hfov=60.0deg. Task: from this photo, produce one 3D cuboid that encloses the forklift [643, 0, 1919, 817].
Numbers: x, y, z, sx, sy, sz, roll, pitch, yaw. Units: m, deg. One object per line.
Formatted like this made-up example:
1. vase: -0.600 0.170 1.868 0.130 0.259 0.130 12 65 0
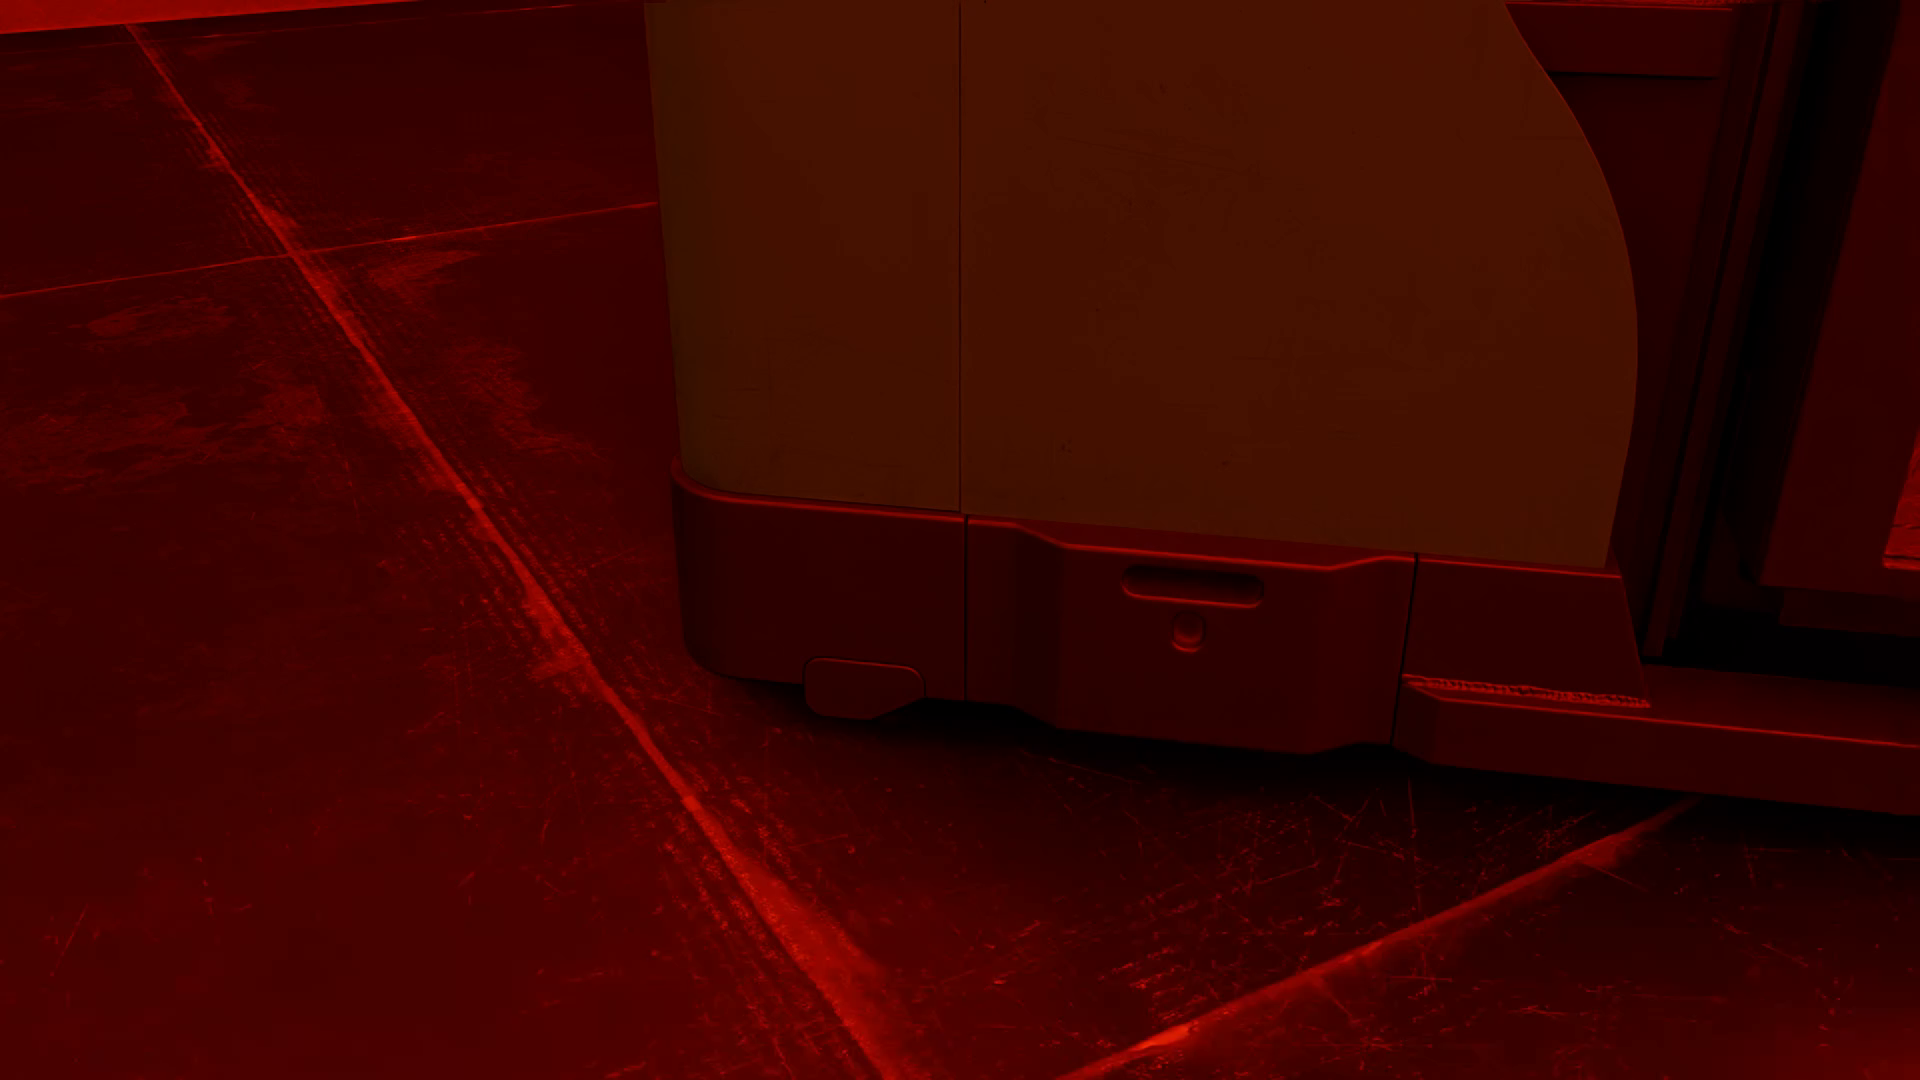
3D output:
1. forklift: 1.221 -1.186 1.597 3.031 2.935 1.130 5 27 10
